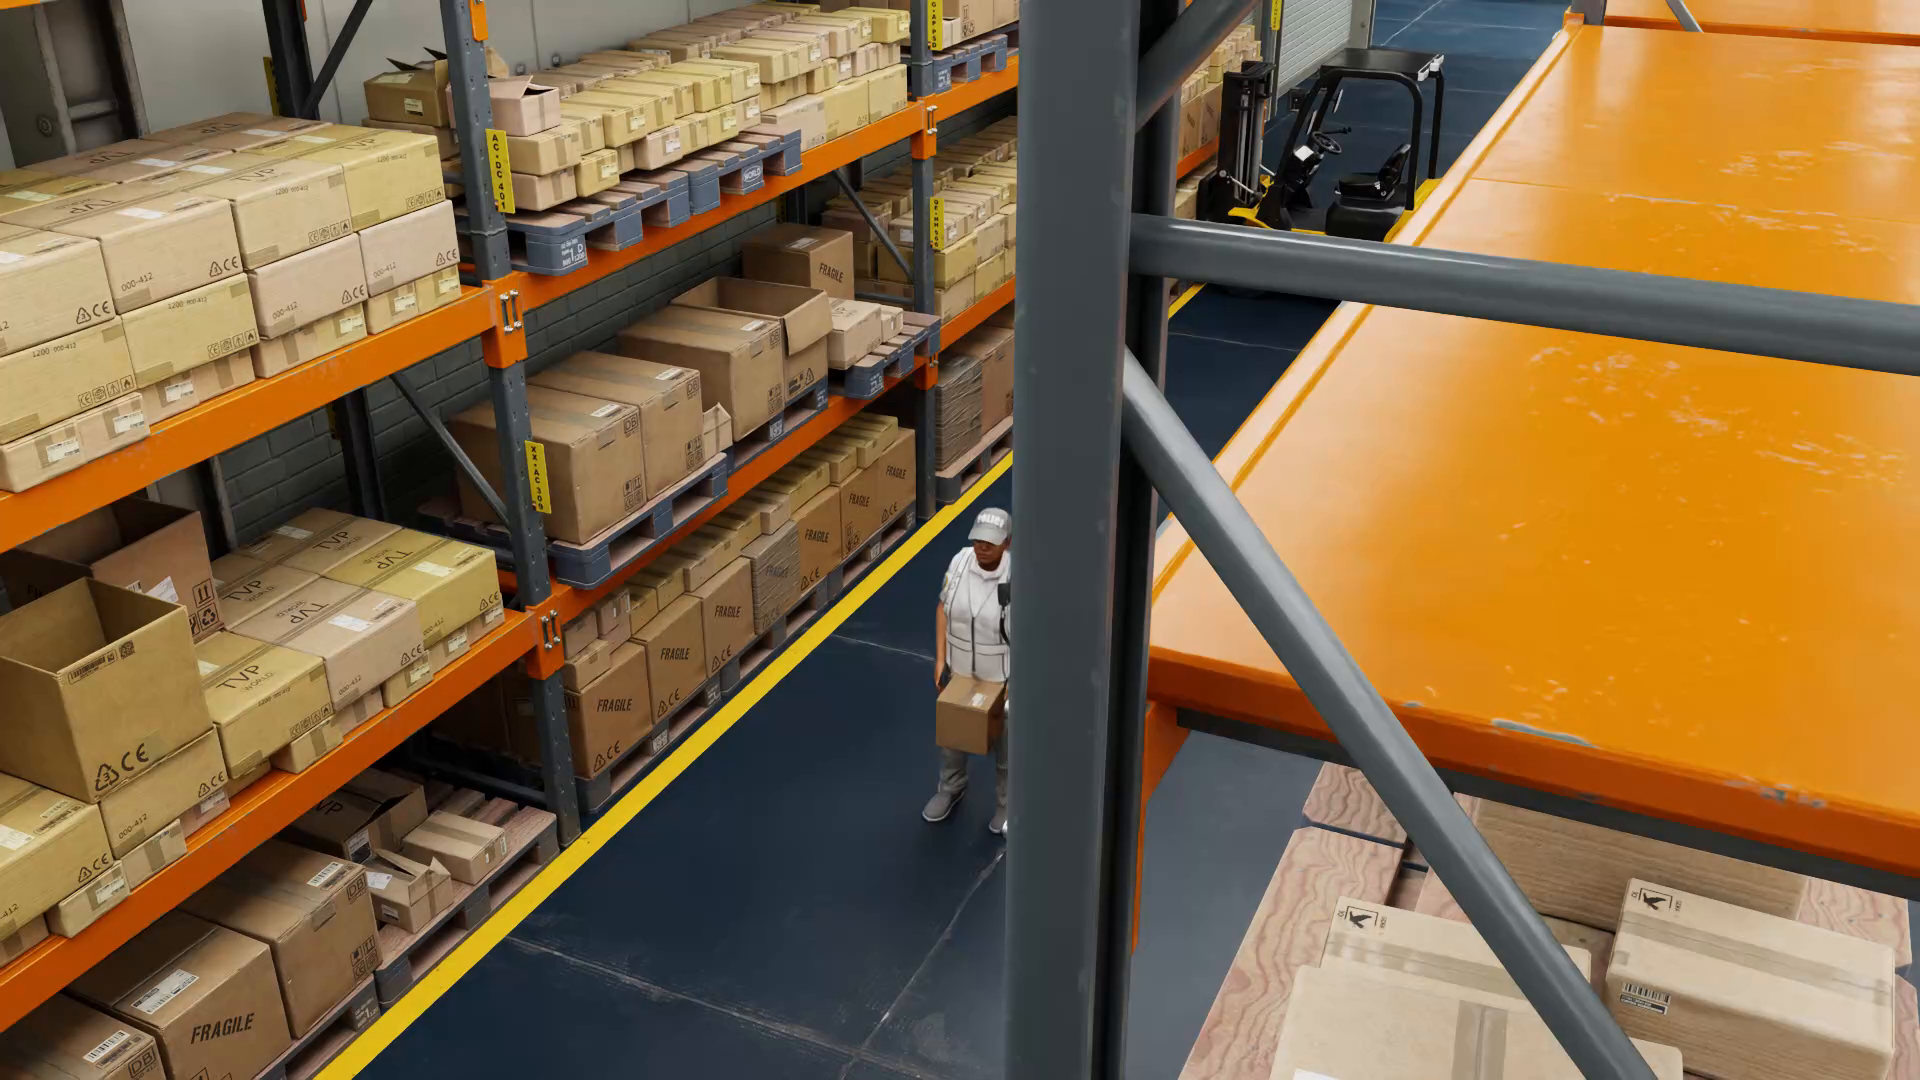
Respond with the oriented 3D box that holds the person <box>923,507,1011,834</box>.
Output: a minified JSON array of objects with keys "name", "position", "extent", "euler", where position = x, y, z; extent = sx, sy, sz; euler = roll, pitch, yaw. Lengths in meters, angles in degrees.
[{"name":"person","position":[0.122,0.611,7.866],"extent":[0.562,1.667,0.423],"euler":[12,29,22]}]
